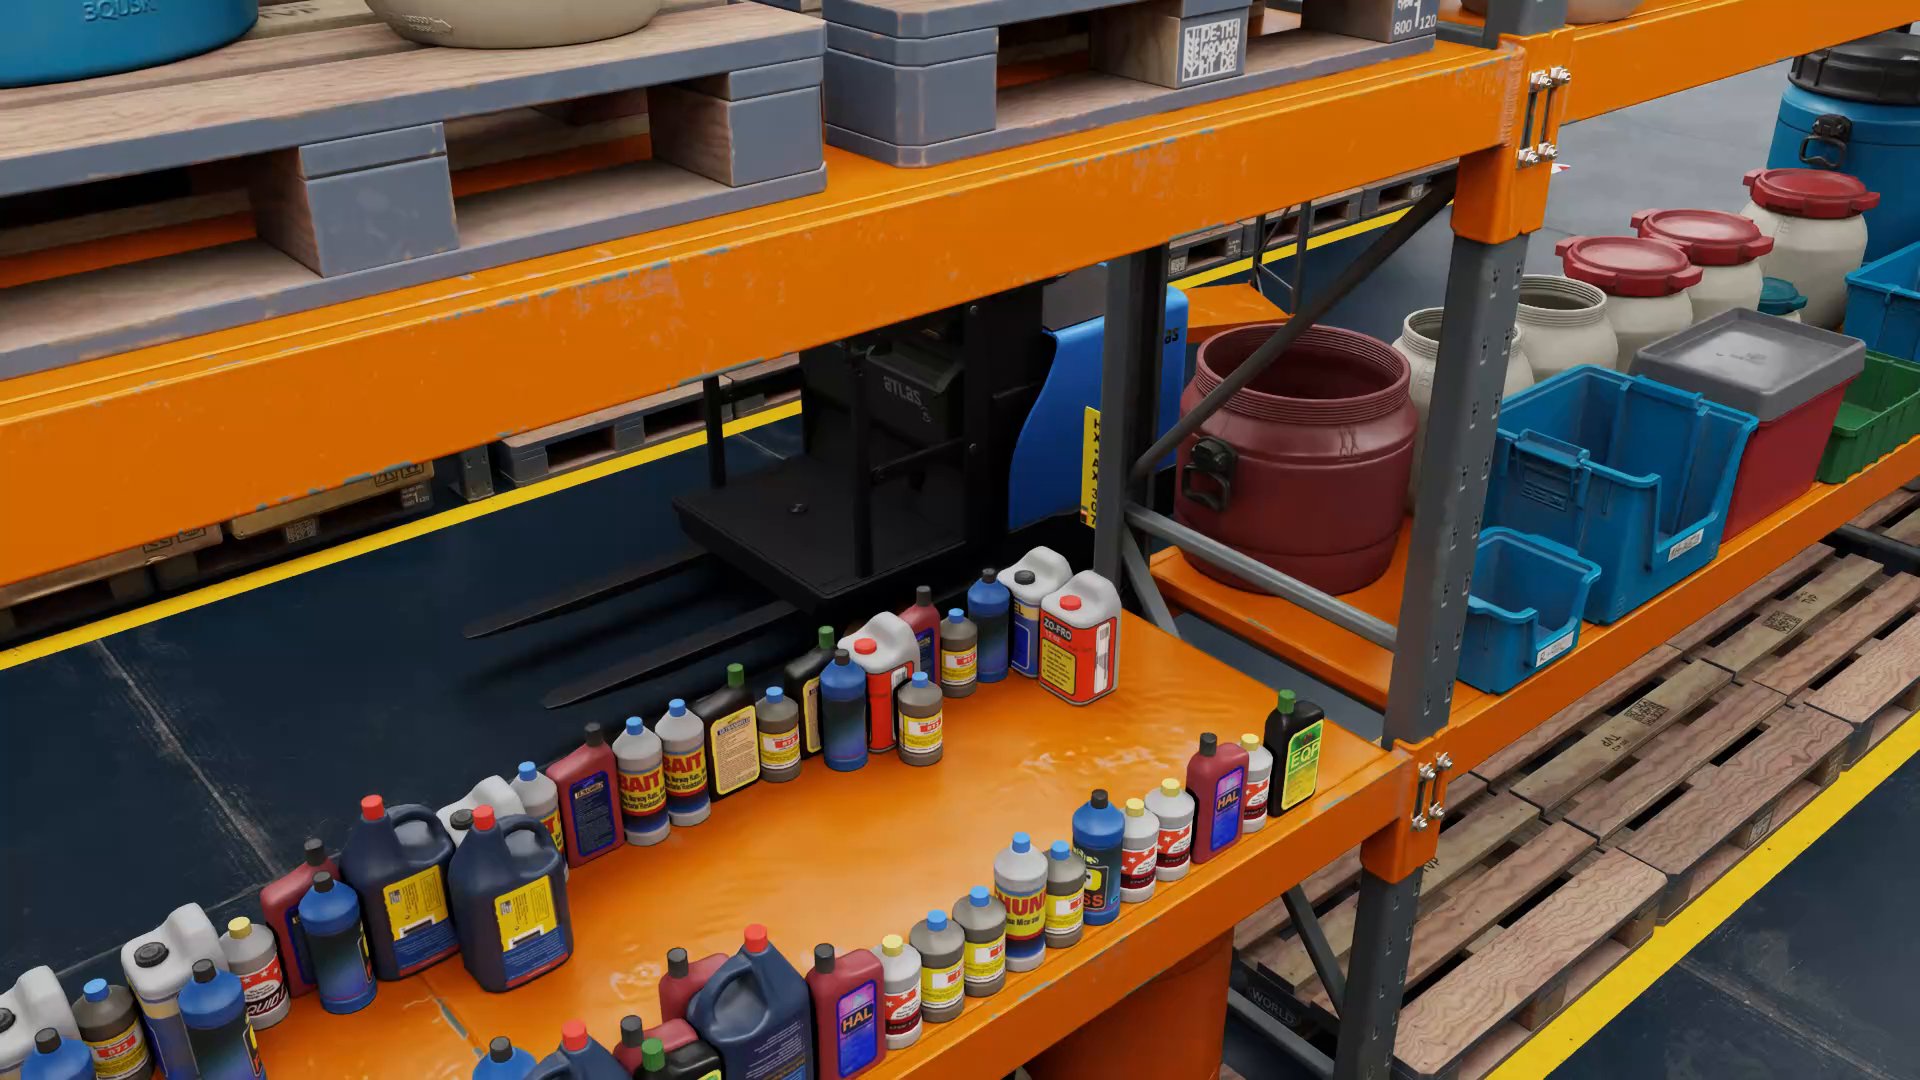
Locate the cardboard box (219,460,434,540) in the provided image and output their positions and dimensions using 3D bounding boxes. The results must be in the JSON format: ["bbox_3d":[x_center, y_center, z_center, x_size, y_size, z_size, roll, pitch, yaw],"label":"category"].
[{"bbox_3d":[-3.043,-0.728,7.239,0.875,0.875,1.225,-24,36,-37],"label":"cardboard box"}]

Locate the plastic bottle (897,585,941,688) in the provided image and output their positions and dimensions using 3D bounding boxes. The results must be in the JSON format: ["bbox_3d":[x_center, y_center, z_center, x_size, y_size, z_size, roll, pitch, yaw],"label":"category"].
[{"bbox_3d":[-0.108,0.244,3.734,0.133,0.283,0.061,-22,35,-35],"label":"plastic bottle"}]

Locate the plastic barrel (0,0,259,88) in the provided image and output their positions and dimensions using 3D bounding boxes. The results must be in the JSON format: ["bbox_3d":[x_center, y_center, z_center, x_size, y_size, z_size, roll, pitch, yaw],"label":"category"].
[{"bbox_3d":[-1.133,-0.990,1.761,0.708,0.901,0.600,-22,35,-35],"label":"plastic barrel"}]

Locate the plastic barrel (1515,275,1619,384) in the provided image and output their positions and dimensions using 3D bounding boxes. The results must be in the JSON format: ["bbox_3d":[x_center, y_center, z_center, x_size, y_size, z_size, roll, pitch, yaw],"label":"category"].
[{"bbox_3d":[1.675,-0.477,4.842,0.421,0.512,0.421,0,28,0],"label":"plastic barrel"}]

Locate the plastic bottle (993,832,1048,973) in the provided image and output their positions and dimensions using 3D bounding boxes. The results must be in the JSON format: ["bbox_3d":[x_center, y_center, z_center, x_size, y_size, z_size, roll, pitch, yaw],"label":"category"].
[{"bbox_3d":[0.108,0.644,2.999,0.097,0.271,0.097,0,28,0],"label":"plastic bottle"}]

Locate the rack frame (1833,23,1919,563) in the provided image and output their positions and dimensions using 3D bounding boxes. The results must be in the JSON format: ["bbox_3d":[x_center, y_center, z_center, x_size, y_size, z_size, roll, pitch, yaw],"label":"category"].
[{"bbox_3d":[3.753,-1.131,6.185,0.127,3.000,1.000,-22,35,-35],"label":"rack frame"}]

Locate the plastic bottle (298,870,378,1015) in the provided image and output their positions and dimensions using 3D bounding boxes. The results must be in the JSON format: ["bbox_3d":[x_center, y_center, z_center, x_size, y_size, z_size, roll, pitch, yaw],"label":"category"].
[{"bbox_3d":[-1.091,0.694,2.906,0.097,0.271,0.097,0,28,0],"label":"plastic bottle"}]

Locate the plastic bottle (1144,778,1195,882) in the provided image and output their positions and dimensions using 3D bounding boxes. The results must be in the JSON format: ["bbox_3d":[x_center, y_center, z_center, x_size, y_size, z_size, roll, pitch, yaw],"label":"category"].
[{"bbox_3d":[0.404,0.556,3.238,0.097,0.201,0.097,0,28,0],"label":"plastic bottle"}]

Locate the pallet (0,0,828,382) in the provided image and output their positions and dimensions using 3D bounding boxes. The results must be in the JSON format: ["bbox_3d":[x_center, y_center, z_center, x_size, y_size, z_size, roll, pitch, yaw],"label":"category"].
[{"bbox_3d":[-0.939,-0.547,2.108,1.213,0.211,1.003,-22,35,-35],"label":"pallet"}]

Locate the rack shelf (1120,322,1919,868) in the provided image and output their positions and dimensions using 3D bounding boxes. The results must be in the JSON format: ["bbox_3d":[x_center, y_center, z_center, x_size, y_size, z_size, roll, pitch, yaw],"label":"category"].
[{"bbox_3d":[2.232,-0.202,5.209,4.000,0.370,1.077,-22,35,-35],"label":"rack shelf"}]

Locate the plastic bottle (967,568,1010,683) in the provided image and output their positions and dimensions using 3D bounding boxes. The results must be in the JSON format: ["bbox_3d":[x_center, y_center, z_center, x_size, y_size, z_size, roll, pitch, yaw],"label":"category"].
[{"bbox_3d":[0.066,0.191,3.846,0.097,0.271,0.097,0,28,0],"label":"plastic bottle"}]

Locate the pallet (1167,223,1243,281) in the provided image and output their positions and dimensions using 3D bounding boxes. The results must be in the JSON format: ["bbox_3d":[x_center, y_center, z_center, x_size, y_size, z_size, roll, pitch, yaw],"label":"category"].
[{"bbox_3d":[1.027,-1.896,10.573,1.213,0.211,1.003,-22,35,-35],"label":"pallet"}]

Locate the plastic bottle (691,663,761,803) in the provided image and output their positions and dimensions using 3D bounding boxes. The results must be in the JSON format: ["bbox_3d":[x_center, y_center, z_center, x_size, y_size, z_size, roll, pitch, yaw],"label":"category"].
[{"bbox_3d":[-0.488,0.397,3.448,0.133,0.283,0.061,-22,35,-35],"label":"plastic bottle"}]

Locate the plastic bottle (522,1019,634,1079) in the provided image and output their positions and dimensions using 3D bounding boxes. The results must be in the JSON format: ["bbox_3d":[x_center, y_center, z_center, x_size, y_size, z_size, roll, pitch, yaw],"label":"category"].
[{"bbox_3d":[-0.580,0.871,2.489,0.185,0.351,0.144,-22,35,-35],"label":"plastic bottle"}]

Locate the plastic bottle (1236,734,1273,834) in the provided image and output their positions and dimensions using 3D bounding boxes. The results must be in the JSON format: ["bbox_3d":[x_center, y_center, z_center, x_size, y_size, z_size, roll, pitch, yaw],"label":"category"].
[{"bbox_3d":[0.580,0.485,3.370,0.097,0.201,0.097,0,28,0],"label":"plastic bottle"}]

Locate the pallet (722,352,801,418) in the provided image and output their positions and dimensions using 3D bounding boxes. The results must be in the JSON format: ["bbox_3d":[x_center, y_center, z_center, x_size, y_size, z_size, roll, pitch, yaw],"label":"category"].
[{"bbox_3d":[-0.981,-1.064,9.016,1.213,0.211,1.003,-22,35,-35],"label":"pallet"}]

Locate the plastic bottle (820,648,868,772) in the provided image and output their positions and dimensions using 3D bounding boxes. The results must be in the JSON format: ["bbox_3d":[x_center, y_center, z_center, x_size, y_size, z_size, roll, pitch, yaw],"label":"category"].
[{"bbox_3d":[-0.247,0.355,3.541,0.097,0.271,0.097,0,28,0],"label":"plastic bottle"}]

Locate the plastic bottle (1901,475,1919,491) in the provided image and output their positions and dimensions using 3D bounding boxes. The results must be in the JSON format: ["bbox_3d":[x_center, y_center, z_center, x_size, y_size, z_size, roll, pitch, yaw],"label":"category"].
[{"bbox_3d":[4.150,-0.406,7.171,0.185,0.351,0.144,-22,35,-35],"label":"plastic bottle"}]

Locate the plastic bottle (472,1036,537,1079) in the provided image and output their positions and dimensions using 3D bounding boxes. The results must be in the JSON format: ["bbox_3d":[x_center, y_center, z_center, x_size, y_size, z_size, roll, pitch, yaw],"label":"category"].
[{"bbox_3d":[-0.692,0.877,2.564,0.097,0.271,0.097,0,28,0],"label":"plastic bottle"}]

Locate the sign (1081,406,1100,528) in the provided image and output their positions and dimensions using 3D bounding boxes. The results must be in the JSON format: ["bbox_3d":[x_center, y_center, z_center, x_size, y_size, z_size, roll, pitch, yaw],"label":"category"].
[{"bbox_3d":[0.348,-0.175,4.221,0.005,0.325,0.100,-22,35,-35],"label":"sign"}]

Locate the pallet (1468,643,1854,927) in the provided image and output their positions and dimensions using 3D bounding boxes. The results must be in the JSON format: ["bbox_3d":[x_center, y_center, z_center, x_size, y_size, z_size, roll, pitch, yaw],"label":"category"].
[{"bbox_3d":[2.253,0.728,5.664,1.213,0.211,1.003,-22,35,-35],"label":"pallet"}]

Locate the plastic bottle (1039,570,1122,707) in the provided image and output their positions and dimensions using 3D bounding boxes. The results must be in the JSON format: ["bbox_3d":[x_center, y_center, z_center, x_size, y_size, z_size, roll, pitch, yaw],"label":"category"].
[{"bbox_3d":[0.270,0.218,3.791,0.135,0.276,0.152,-22,35,-35],"label":"plastic bottle"}]

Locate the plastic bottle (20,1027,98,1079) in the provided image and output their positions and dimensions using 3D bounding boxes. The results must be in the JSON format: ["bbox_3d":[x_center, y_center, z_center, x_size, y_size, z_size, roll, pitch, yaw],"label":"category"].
[{"bbox_3d":[-1.383,0.868,2.580,0.097,0.271,0.097,0,28,0],"label":"plastic bottle"}]

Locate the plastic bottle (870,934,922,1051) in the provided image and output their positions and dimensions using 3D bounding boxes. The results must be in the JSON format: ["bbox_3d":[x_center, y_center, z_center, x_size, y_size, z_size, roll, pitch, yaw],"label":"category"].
[{"bbox_3d":[-0.114,0.764,2.848,0.097,0.201,0.097,0,28,0],"label":"plastic bottle"}]

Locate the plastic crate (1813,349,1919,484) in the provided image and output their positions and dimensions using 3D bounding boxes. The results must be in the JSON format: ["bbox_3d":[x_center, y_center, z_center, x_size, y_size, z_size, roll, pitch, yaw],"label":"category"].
[{"bbox_3d":[2.612,-0.404,5.048,0.662,0.188,0.450,-22,35,-35],"label":"plastic crate"}]

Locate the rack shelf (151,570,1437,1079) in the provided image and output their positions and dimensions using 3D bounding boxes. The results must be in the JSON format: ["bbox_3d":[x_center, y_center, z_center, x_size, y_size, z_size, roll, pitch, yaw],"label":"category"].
[{"bbox_3d":[-0.811,1.021,2.920,4.000,0.370,1.077,-22,35,-35],"label":"rack shelf"}]

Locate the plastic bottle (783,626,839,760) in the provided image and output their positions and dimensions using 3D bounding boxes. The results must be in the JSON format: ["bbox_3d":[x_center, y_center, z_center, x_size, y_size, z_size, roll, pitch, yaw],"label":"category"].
[{"bbox_3d":[-0.312,0.326,3.581,0.133,0.283,0.061,-22,35,-35],"label":"plastic bottle"}]

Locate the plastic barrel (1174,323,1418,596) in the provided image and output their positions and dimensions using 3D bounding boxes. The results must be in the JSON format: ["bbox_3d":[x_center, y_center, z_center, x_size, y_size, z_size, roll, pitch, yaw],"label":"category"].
[{"bbox_3d":[0.867,-0.218,4.332,0.708,0.536,0.600,-22,35,-35],"label":"plastic barrel"}]

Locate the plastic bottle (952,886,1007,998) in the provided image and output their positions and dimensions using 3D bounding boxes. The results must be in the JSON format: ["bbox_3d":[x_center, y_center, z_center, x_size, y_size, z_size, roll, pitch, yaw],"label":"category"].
[{"bbox_3d":[0.034,0.705,2.959,0.097,0.201,0.097,0,28,0],"label":"plastic bottle"}]

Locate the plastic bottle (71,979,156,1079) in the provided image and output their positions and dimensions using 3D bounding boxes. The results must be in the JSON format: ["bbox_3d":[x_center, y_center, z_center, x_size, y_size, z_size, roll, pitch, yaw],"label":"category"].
[{"bbox_3d":[-1.408,0.815,2.754,0.097,0.201,0.097,0,28,0],"label":"plastic bottle"}]

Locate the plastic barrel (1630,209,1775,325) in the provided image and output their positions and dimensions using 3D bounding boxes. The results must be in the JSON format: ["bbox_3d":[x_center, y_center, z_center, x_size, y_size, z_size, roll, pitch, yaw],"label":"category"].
[{"bbox_3d":[2.325,-0.753,5.332,0.433,0.535,0.433,0,28,0],"label":"plastic barrel"}]

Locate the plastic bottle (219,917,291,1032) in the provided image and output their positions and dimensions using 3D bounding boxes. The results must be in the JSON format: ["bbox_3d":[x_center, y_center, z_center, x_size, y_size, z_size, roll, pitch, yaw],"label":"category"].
[{"bbox_3d":[-1.232,0.744,2.887,0.097,0.201,0.097,0,28,0],"label":"plastic bottle"}]

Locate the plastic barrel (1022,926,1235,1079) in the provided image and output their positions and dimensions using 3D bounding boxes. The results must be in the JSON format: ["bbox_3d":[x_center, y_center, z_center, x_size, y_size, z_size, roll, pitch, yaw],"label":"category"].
[{"bbox_3d":[0.349,1.020,4.016,0.708,0.830,0.600,-22,35,-35],"label":"plastic barrel"}]

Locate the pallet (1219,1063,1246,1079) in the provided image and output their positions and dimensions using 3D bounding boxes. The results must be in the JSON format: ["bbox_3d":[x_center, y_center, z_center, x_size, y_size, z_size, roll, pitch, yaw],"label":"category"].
[{"bbox_3d":[0.138,1.578,4.073,1.213,0.211,1.003,-22,35,-35],"label":"pallet"}]

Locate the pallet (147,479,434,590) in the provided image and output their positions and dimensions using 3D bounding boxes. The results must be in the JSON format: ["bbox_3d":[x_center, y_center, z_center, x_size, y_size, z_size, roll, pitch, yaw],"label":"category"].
[{"bbox_3d":[-3.153,-0.240,7.475,1.213,0.211,1.003,-22,35,-35],"label":"pallet"}]

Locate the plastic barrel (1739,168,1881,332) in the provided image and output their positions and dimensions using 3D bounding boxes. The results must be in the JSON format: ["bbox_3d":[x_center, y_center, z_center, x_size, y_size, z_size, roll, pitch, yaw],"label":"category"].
[{"bbox_3d":[2.883,-0.977,5.752,0.433,0.535,0.433,0,28,0],"label":"plastic barrel"}]

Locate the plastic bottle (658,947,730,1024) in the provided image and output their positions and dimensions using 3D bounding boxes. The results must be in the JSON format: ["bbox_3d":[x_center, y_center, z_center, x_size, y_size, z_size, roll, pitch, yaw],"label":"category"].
[{"bbox_3d":[-0.424,0.775,2.741,0.133,0.283,0.061,-22,35,-35],"label":"plastic bottle"}]

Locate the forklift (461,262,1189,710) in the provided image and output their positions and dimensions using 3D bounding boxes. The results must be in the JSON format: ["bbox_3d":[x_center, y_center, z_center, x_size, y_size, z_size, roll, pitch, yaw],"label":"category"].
[{"bbox_3d":[-0.479,-1.100,6.198,3.031,2.935,1.130,-22,35,-35],"label":"forklift"}]

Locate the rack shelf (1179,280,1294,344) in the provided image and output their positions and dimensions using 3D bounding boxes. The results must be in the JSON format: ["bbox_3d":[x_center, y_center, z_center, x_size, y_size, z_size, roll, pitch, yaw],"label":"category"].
[{"bbox_3d":[1.033,-1.033,7.974,1.000,0.185,0.538,-7,29,-13],"label":"rack shelf"}]

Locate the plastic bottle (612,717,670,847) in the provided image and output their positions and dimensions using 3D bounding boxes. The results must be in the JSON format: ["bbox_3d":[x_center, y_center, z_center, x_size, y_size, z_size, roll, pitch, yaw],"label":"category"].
[{"bbox_3d":[-0.638,0.474,3.317,0.097,0.271,0.097,0,28,0],"label":"plastic bottle"}]

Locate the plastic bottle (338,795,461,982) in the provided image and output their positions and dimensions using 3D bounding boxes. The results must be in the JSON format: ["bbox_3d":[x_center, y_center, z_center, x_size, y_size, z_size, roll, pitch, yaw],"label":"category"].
[{"bbox_3d":[-1.008,0.602,2.993,0.185,0.351,0.144,-22,35,-35],"label":"plastic bottle"}]

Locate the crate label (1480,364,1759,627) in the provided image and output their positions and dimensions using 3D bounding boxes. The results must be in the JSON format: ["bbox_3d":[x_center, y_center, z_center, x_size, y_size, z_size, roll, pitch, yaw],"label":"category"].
[{"bbox_3d":[1.642,-0.130,4.274,0.616,0.435,0.502,-22,35,-35],"label":"crate label"}]

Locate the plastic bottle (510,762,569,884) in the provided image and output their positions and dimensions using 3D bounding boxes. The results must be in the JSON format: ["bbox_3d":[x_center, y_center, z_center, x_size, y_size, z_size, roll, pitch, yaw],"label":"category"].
[{"bbox_3d":[-0.813,0.544,3.185,0.097,0.271,0.097,0,28,0],"label":"plastic bottle"}]

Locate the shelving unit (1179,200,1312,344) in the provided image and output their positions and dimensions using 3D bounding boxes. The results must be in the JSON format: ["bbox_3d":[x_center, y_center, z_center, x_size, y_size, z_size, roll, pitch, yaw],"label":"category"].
[{"bbox_3d":[1.024,-1.191,7.887,1.083,1.500,0.587,-7,29,-13],"label":"shelving unit"}]

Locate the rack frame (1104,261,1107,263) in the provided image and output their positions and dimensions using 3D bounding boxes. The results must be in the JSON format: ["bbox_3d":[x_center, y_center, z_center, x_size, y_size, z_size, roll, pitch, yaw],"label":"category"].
[{"bbox_3d":[0.539,-2.907,9.508,0.127,3.000,1.000,-22,35,-35],"label":"rack frame"}]

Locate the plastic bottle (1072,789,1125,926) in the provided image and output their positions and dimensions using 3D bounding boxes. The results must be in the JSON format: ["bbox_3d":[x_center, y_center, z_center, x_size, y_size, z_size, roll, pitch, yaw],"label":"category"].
[{"bbox_3d":[0.256,0.585,3.110,0.097,0.271,0.097,0,28,0],"label":"plastic bottle"}]

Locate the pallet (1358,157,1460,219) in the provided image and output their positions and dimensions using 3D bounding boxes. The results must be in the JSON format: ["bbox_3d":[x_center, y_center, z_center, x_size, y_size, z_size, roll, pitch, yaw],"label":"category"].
[{"bbox_3d":[2.883,-2.642,11.970,1.213,0.211,1.003,-22,35,-35],"label":"pallet"}]
